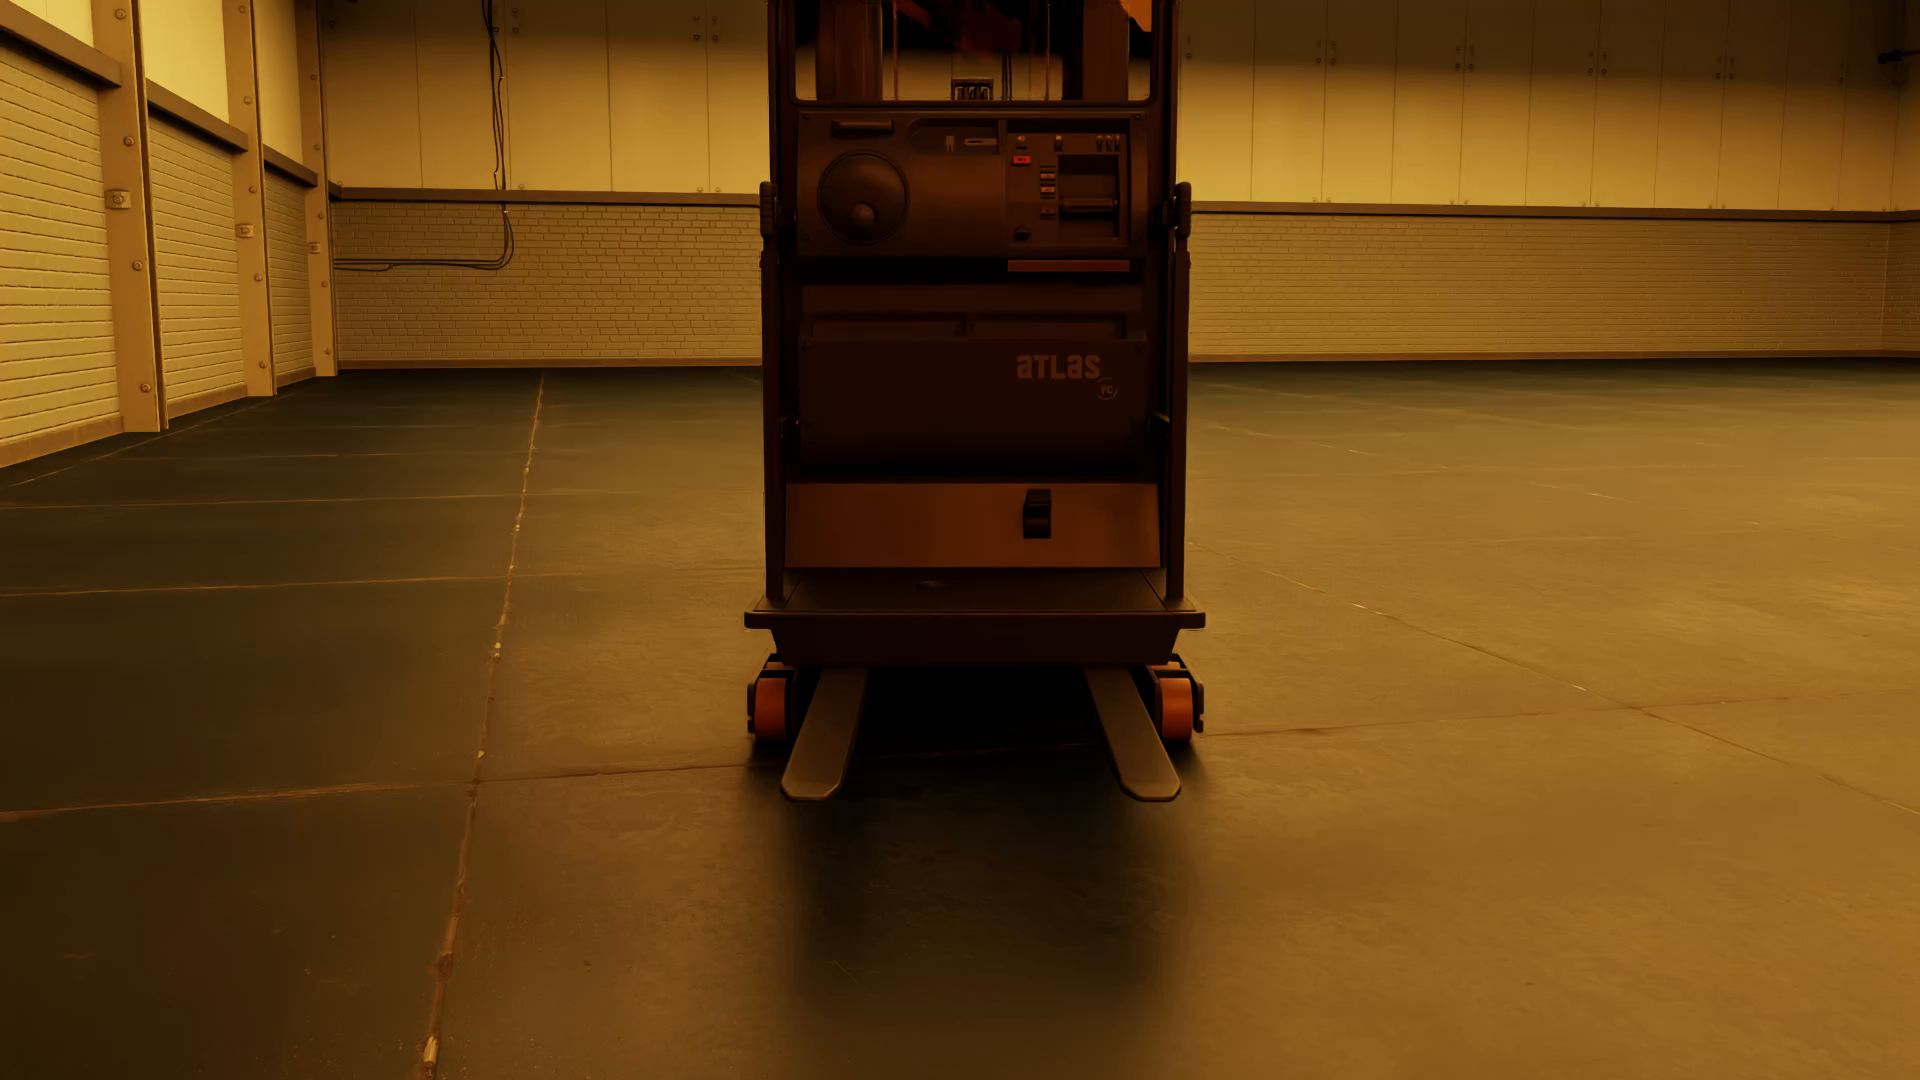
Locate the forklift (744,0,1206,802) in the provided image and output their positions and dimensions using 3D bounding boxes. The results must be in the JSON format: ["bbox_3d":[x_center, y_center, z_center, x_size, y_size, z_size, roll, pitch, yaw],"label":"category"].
[{"bbox_3d":[0.035,-0.991,4.218,1.130,2.935,3.031,0,8,0],"label":"forklift"}]
